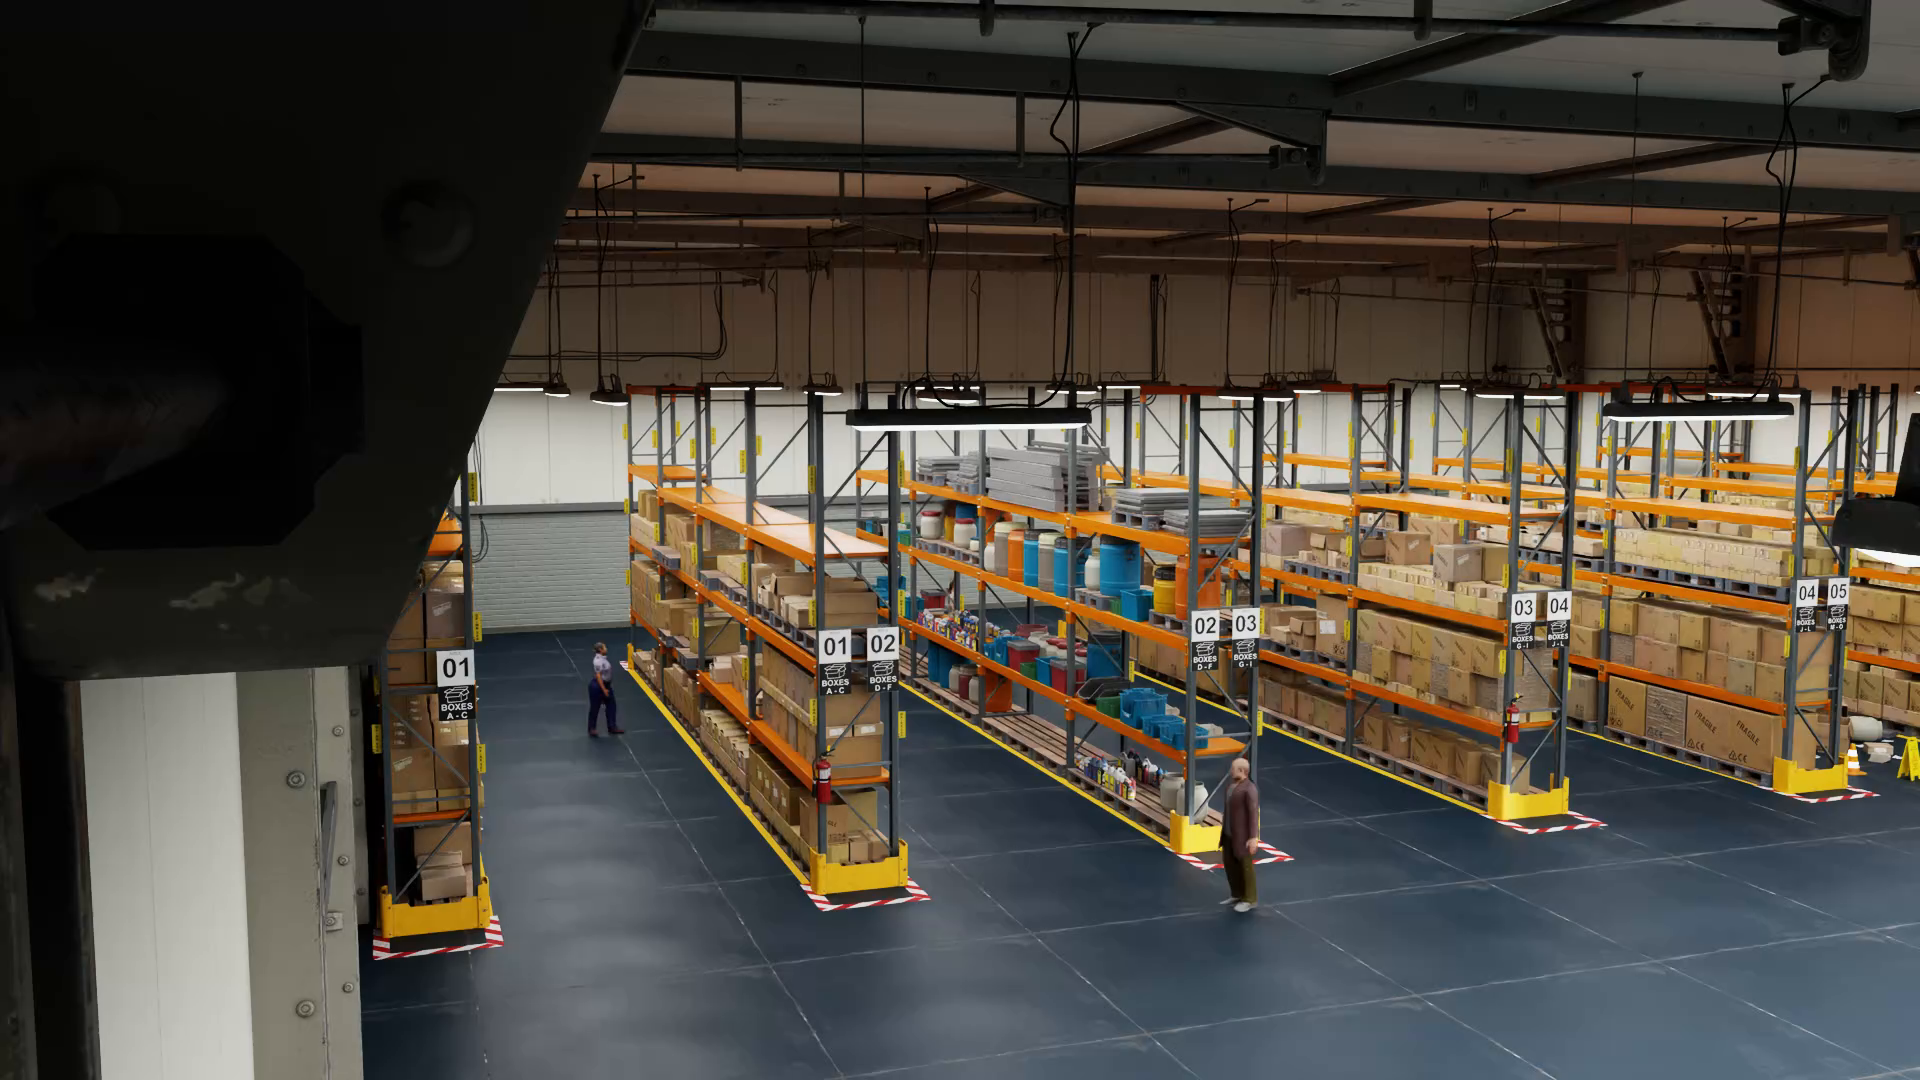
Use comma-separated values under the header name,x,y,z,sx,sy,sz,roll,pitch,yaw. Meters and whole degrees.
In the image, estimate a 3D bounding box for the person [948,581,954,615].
name,x,y,z,sx,sy,sz,roll,pitch,yaw
person,-0.130,1.695,35.058,0.435,1.673,0.507,1,6,13

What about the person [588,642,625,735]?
name,x,y,z,sx,sy,sz,roll,pitch,yaw
person,-6.183,2.568,28.749,0.598,1.618,0.545,2,6,18

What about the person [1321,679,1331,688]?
name,x,y,z,sx,sy,sz,roll,pitch,yaw
person,7.002,2.248,31.887,0.299,1.605,0.474,1,6,8

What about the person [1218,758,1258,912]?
name,x,y,z,sx,sy,sz,roll,pitch,yaw
person,3.270,3.449,19.438,0.407,1.820,0.677,-3,7,-25
